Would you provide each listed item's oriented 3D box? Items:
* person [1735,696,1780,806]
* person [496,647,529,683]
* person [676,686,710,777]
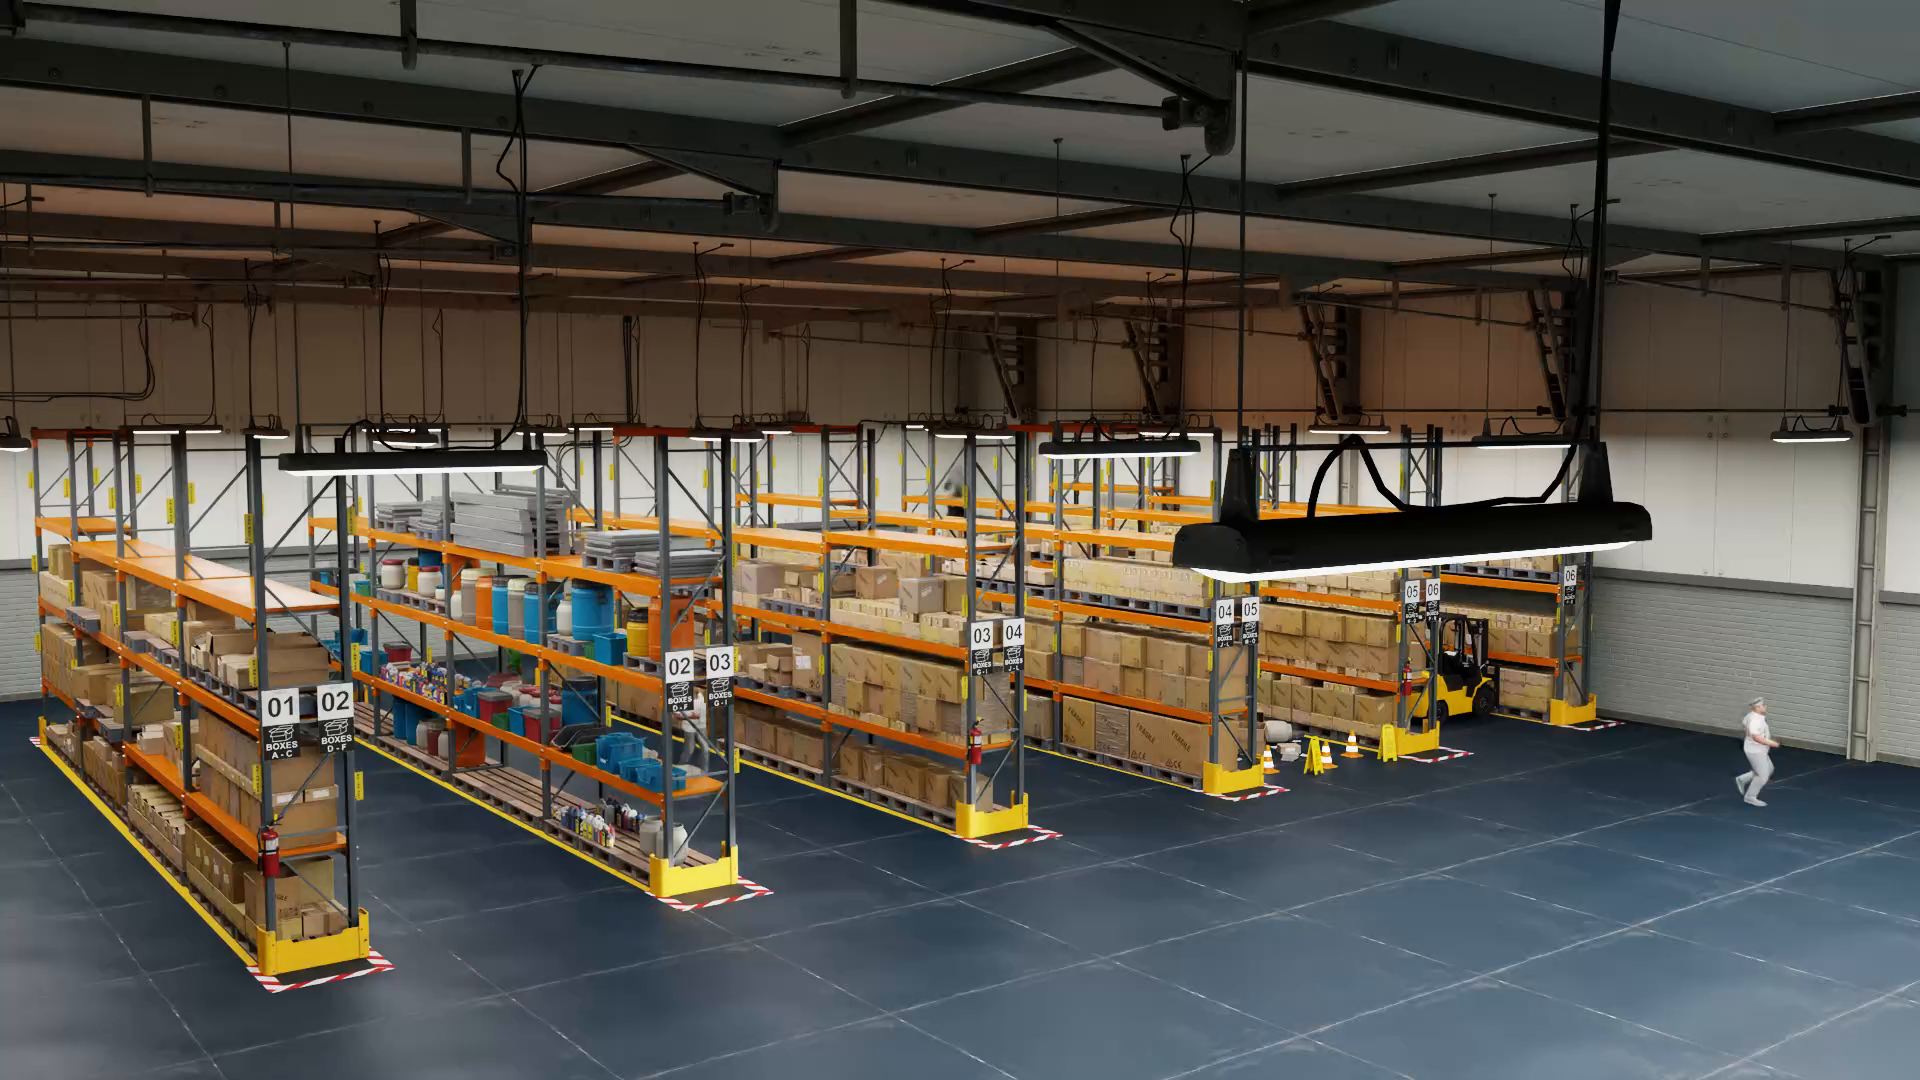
[{"bbox_3d":[12.789,3.375,26.660,0.611,1.741,0.705,2,5,23],"label":"person"},{"bbox_3d":[-10.298,2.449,38.181,0.907,1.786,0.657,-4,6,-42],"label":"person"},{"bbox_3d":[-4.528,3.238,28.147,0.664,1.824,0.830,-4,6,-41],"label":"person"}]
